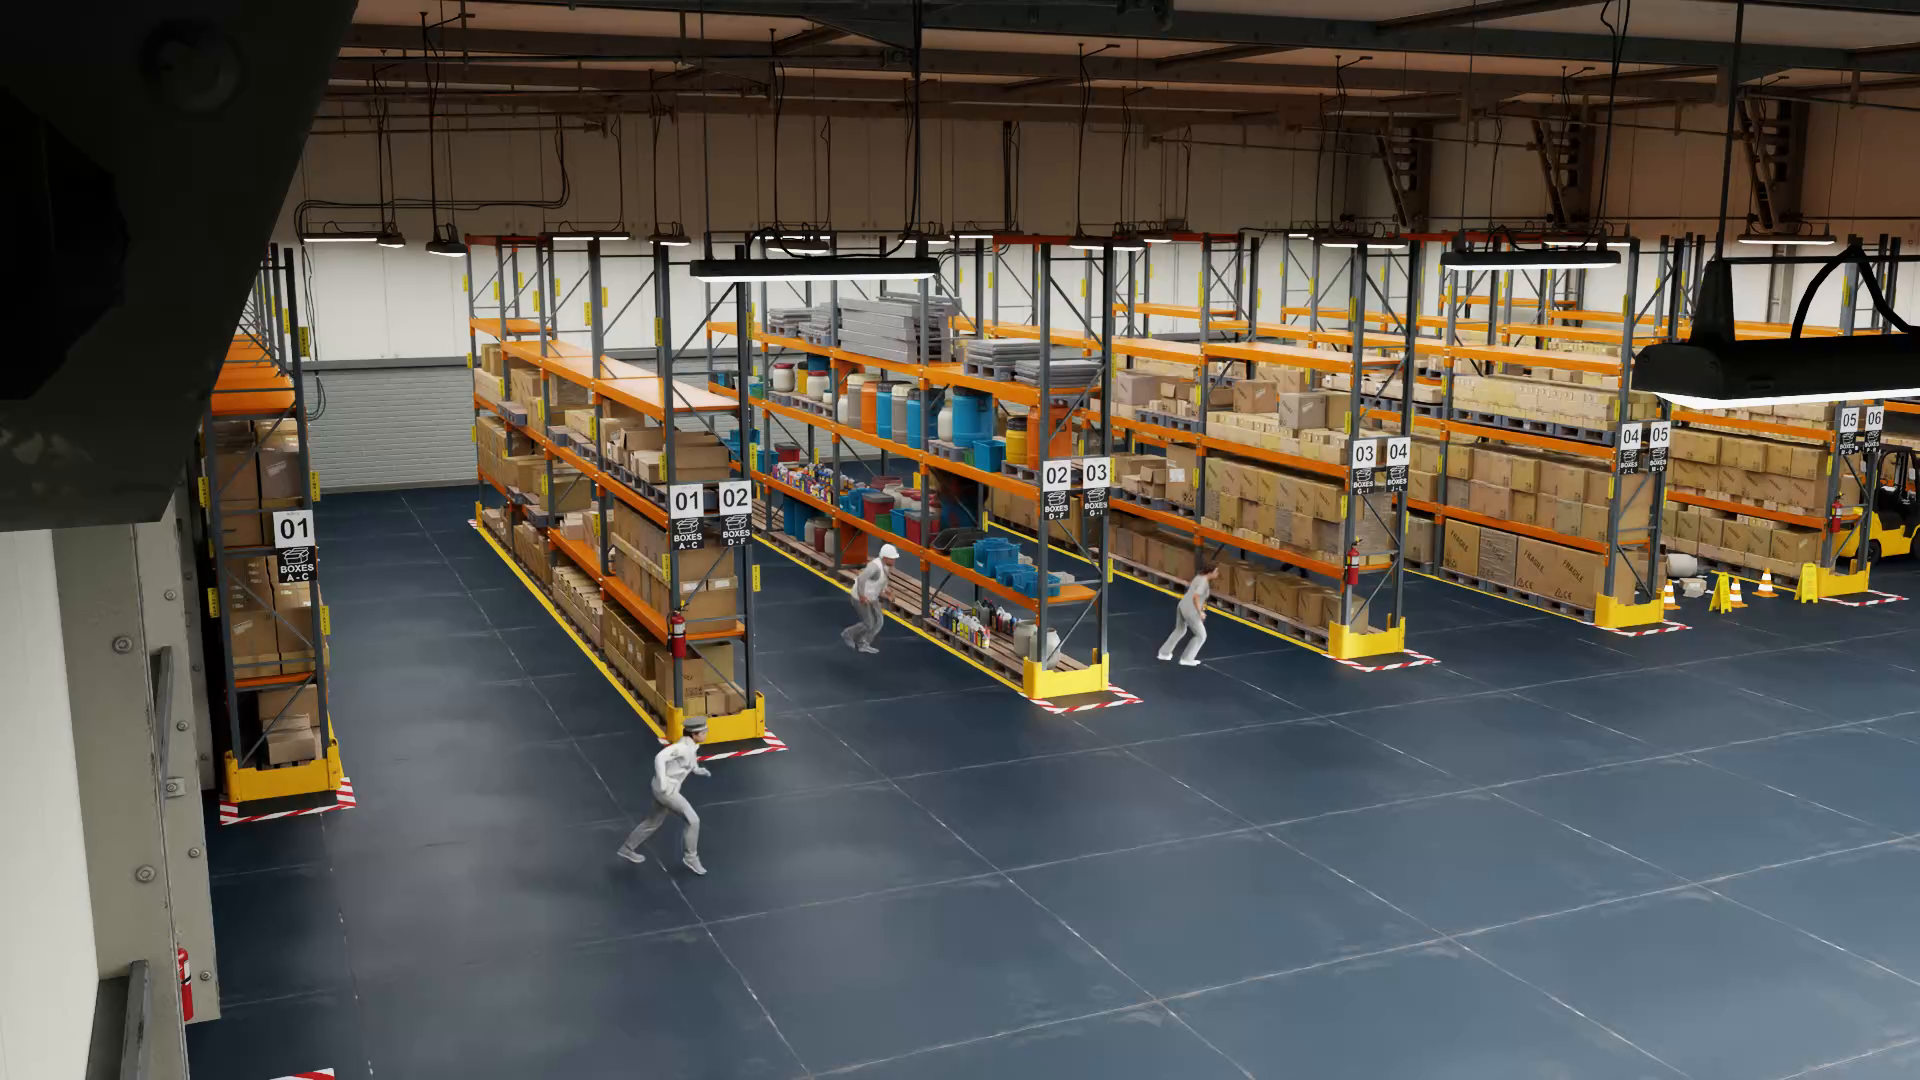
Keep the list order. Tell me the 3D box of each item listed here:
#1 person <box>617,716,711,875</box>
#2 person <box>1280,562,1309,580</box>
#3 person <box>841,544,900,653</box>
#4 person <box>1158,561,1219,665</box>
[{"bbox_3d":[-2.895,2.511,16.186,0.955,1.624,0.664,0,11,2],"label":"person"},{"bbox_3d":[6.001,0.070,29.148,0.591,1.445,1.096,-4,12,-20],"label":"person"},{"bbox_3d":[-1.268,0.823,23.281,0.941,1.593,0.669,6,12,26],"label":"person"},{"bbox_3d":[3.259,1.040,23.787,0.794,1.535,0.631,-1,11,-7],"label":"person"}]
